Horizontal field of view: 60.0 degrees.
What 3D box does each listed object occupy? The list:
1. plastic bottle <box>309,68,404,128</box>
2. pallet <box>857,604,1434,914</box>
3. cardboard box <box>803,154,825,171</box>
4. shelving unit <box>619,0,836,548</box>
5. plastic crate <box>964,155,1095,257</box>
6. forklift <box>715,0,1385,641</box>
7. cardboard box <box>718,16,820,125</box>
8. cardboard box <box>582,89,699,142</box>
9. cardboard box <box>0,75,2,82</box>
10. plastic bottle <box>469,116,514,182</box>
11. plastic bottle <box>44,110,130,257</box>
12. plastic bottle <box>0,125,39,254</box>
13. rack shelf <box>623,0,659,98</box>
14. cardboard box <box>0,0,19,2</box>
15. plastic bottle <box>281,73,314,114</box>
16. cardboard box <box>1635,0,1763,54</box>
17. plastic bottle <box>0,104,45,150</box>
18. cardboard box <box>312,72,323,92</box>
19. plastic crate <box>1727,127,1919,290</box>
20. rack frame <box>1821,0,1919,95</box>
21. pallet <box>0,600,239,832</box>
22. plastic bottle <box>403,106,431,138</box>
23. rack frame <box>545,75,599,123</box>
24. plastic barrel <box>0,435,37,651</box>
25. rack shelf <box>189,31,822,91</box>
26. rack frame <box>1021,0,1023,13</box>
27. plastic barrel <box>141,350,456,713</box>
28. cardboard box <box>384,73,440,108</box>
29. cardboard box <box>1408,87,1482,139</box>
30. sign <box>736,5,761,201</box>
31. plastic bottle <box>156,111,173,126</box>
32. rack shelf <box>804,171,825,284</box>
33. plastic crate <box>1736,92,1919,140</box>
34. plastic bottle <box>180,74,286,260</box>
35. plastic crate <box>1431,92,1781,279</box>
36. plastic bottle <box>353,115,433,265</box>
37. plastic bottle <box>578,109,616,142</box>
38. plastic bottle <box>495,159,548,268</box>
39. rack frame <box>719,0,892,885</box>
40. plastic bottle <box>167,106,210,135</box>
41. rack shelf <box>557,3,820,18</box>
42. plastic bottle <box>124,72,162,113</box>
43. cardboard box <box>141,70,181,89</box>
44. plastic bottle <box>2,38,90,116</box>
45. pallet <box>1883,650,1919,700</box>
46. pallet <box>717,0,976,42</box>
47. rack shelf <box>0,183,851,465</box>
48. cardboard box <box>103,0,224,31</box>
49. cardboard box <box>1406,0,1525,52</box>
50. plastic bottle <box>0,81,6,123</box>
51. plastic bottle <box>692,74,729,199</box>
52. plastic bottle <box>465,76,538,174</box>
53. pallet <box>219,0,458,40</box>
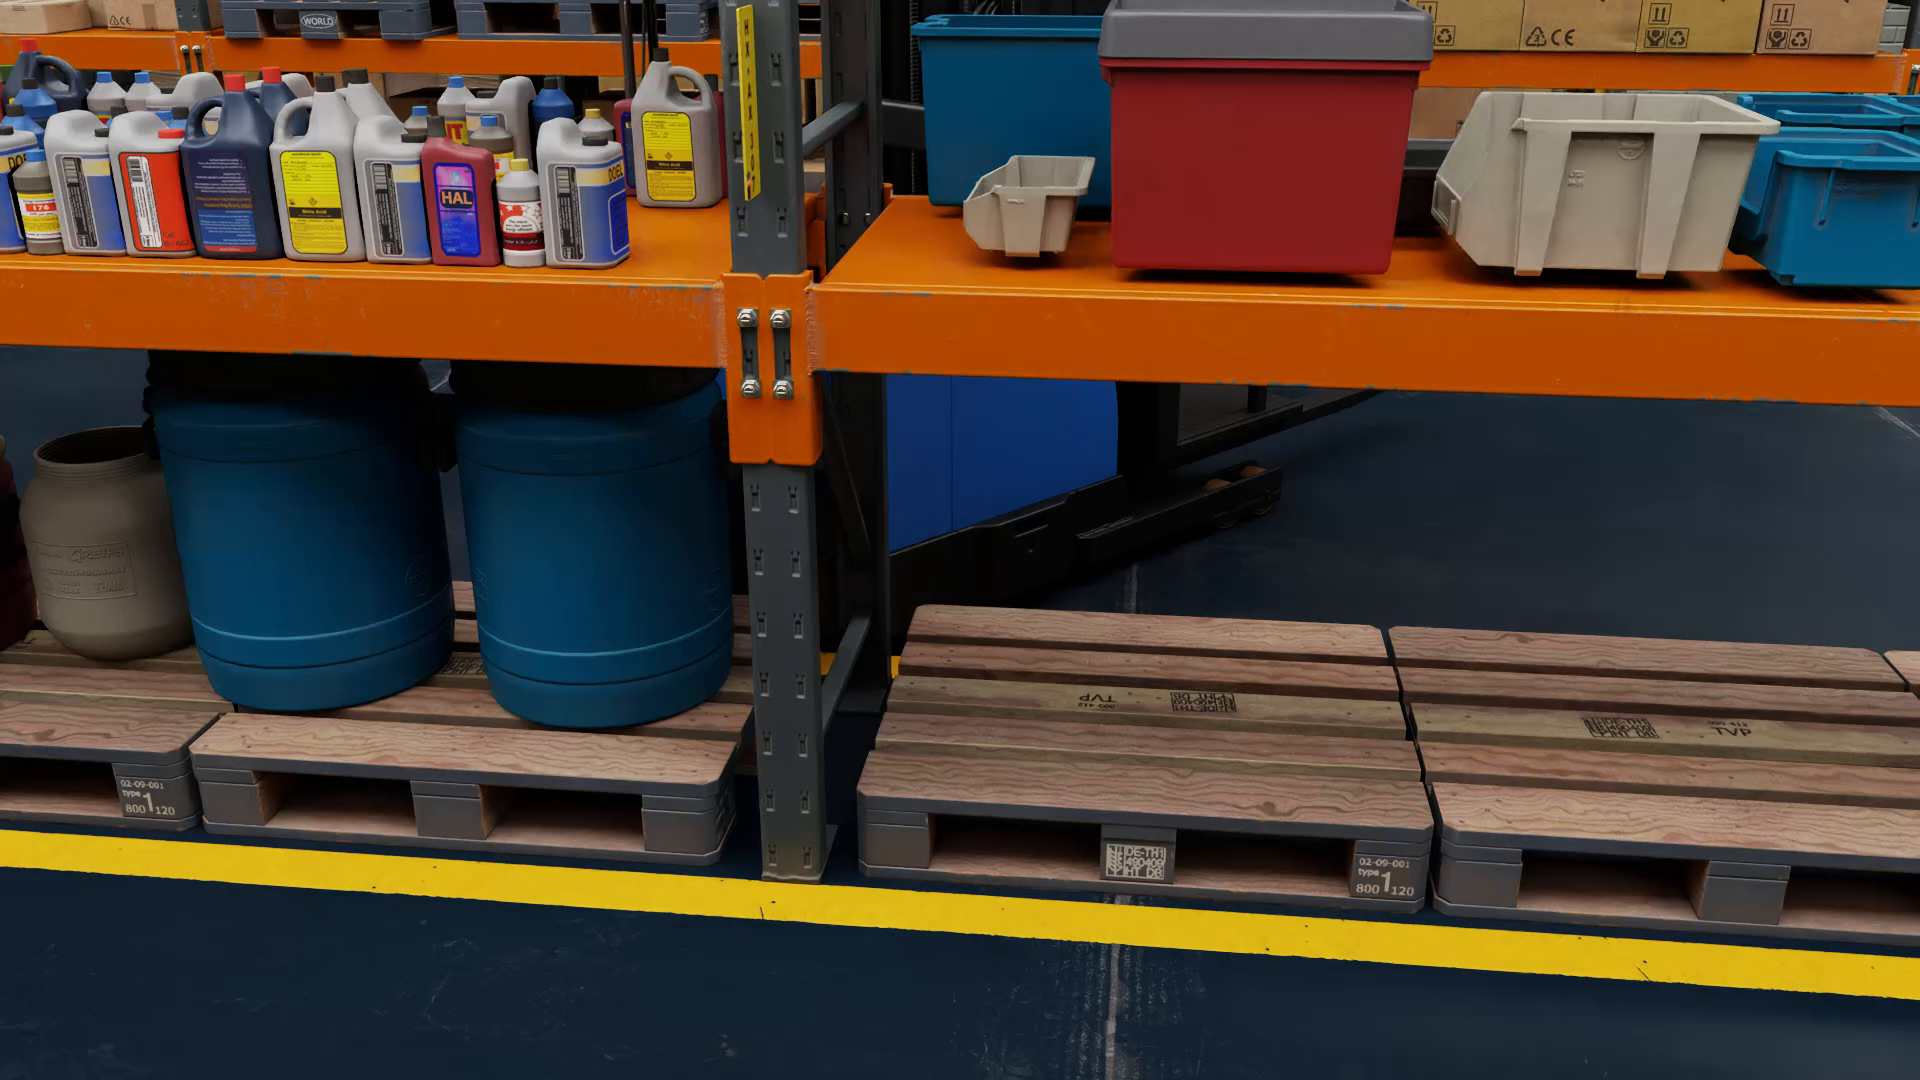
[{"bbox_3d":[-1.239,-0.789,3.424,0.185,0.351,0.144,2,22,6],"label":"plastic bottle"},{"bbox_3d":[0.430,0.475,3.951,1.213,0.211,1.003,2,22,6],"label":"pallet"},{"bbox_3d":[-0.732,-1.631,8.287,0.500,0.500,0.500,3,22,6],"label":"cardboard box"},{"bbox_3d":[-0.552,-0.715,4.330,0.503,2.100,0.431,0,22,-1],"label":"shelving unit"},{"bbox_3d":[0.141,-0.672,3.337,0.243,0.136,0.396,2,22,6],"label":"plastic crate"},{"bbox_3d":[0.457,-1.522,5.303,3.031,2.935,1.130,-19,29,-40],"label":"forklift"},{"bbox_3d":[-1.527,-3.705,13.084,0.750,0.750,0.750,2,22,6],"label":"cardboard box"},{"bbox_3d":[-1.661,-2.213,8.740,0.500,0.250,0.500,2,22,5],"label":"cardboard box"},{"bbox_3d":[-8.118,-3.875,13.963,0.500,0.500,0.500,1,22,2],"label":"cardboard box"},{"bbox_3d":[-1.079,-0.876,3.845,0.097,0.201,0.097,0,22,0],"label":"plastic bottle"},{"bbox_3d":[-1.731,-0.724,3.360,0.135,0.276,0.152,2,22,6],"label":"plastic bottle"},{"bbox_3d":[-1.962,-0.734,3.386,0.135,0.276,0.152,2,22,6],"label":"plastic bottle"},{"bbox_3d":[-0.550,-1.353,4.076,0.480,0.518,0.431,0,22,-1],"label":"rack shelf"},{"bbox_3d":[-4.963,-2.738,8.628,0.250,0.149,0.380,4,22,10],"label":"cardboard box"},{"bbox_3d":[-1.639,-0.981,4.010,0.135,0.276,0.152,2,22,6],"label":"plastic bottle"},{"bbox_3d":[3.262,-2.462,7.452,0.500,0.500,0.500,3,22,7],"label":"cardboard box"},{"bbox_3d":[-1.965,-0.778,3.504,0.097,0.271,0.097,0,22,0],"label":"plastic bottle"},{"bbox_3d":[-5.329,-3.778,13.718,0.500,0.500,0.700,3,22,7],"label":"cardboard box"},{"bbox_3d":[1.598,-0.612,3.053,0.300,0.233,0.416,2,22,6],"label":"plastic crate"},{"bbox_3d":[4.254,-2.475,7.619,0.127,3.000,1.000,2,22,6],"label":"rack frame"},{"bbox_3d":[-2.281,0.357,4.250,1.213,0.211,1.003,2,22,6],"label":"pallet"},{"bbox_3d":[-1.291,-0.941,4.011,0.097,0.201,0.097,0,22,0],"label":"plastic bottle"},{"bbox_3d":[-3.111,-4.629,13.070,0.127,3.000,1.000,2,22,6],"label":"rack frame"},{"bbox_3d":[-2.667,-0.022,4.125,0.708,0.588,0.600,2,22,6],"label":"plastic barrel"},{"bbox_3d":[-1.704,-2.400,8.408,4.000,0.370,1.077,2,22,6],"label":"rack shelf"},{"bbox_3d":[0.282,-2.648,8.057,0.127,3.000,1.000,2,22,6],"label":"rack frame"},{"bbox_3d":[-1.546,-0.119,3.944,0.708,0.901,0.600,2,22,6],"label":"plastic barrel"},{"bbox_3d":[-4.330,-3.748,13.643,0.500,0.500,0.700,2,22,6],"label":"cardboard box"},{"bbox_3d":[3.630,-3.332,12.616,0.500,0.500,0.700,2,22,6],"label":"cardboard box"},{"bbox_3d":[-0.371,-0.767,2.924,0.005,0.325,0.100,2,22,6],"label":"sign"},{"bbox_3d":[-1.865,-0.910,3.931,0.097,0.201,0.097,0,22,0],"label":"plastic bottle"},{"bbox_3d":[-0.552,-0.703,4.335,0.480,0.518,0.431,0,22,-1],"label":"rack shelf"},{"bbox_3d":[1.856,-0.817,3.573,0.300,0.233,0.416,2,22,6],"label":"plastic crate"},{"bbox_3d":[-1.439,-0.745,3.311,0.185,0.351,0.144,2,22,6],"label":"plastic bottle"},{"bbox_3d":[1.190,-0.679,3.156,0.530,0.282,0.437,2,22,6],"label":"plastic crate"},{"bbox_3d":[-1.097,-0.696,3.290,0.135,0.276,0.152,2,22,6],"label":"plastic bottle"},{"bbox_3d":[-0.868,-0.923,3.964,0.097,0.201,0.097,0,22,0],"label":"plastic bottle"},{"bbox_3d":[-0.852,-0.641,3.251,0.097,0.201,0.097,0,22,0],"label":"plastic bottle"},{"bbox_3d":[-0.305,-0.839,3.483,0.127,3.000,1.000,2,22,6],"label":"rack frame"},{"bbox_3d":[-1.601,-0.762,3.464,0.097,0.271,0.097,0,22,0],"label":"plastic bottle"},{"bbox_3d":[-1.125,-4.208,12.983,4.000,0.370,1.077,2,22,6],"label":"rack shelf"},{"bbox_3d":[-1.981,-1.004,4.074,0.097,0.271,0.097,0,22,0],"label":"plastic bottle"},{"bbox_3d":[-6.350,-3.819,13.821,0.500,0.500,0.700,3,22,8],"label":"cardboard box"},{"bbox_3d":[-2.221,-1.042,4.064,0.185,0.351,0.144,2,22,6],"label":"plastic bottle"},{"bbox_3d":[2.853,0.581,3.684,1.213,0.211,1.003,2,22,6],"label":"pallet"},{"bbox_3d":[-0.499,-2.633,8.280,1.213,0.211,1.003,2,22,6],"label":"pallet"},{"bbox_3d":[-2.291,-0.591,3.834,4.000,0.370,1.077,2,22,6],"label":"rack shelf"},{"bbox_3d":[-4.046,-2.811,8.591,0.500,0.311,0.500,4,22,10],"label":"cardboard box"},{"bbox_3d":[2.267,-2.508,7.567,0.500,0.500,0.500,2,22,6],"label":"cardboard box"},{"bbox_3d":[-2.381,-1.011,4.076,0.133,0.283,0.061,2,22,6],"label":"plastic bottle"},{"bbox_3d":[-0.618,-0.957,3.938,0.133,0.283,0.061,2,22,6],"label":"plastic bottle"},{"bbox_3d":[-1.083,-0.957,3.948,0.135,0.276,0.152,2,22,6],"label":"plastic bottle"},{"bbox_3d":[-3.009,-2.728,8.521,1.003,0.211,1.213,2,22,6],"label":"pallet"}]
